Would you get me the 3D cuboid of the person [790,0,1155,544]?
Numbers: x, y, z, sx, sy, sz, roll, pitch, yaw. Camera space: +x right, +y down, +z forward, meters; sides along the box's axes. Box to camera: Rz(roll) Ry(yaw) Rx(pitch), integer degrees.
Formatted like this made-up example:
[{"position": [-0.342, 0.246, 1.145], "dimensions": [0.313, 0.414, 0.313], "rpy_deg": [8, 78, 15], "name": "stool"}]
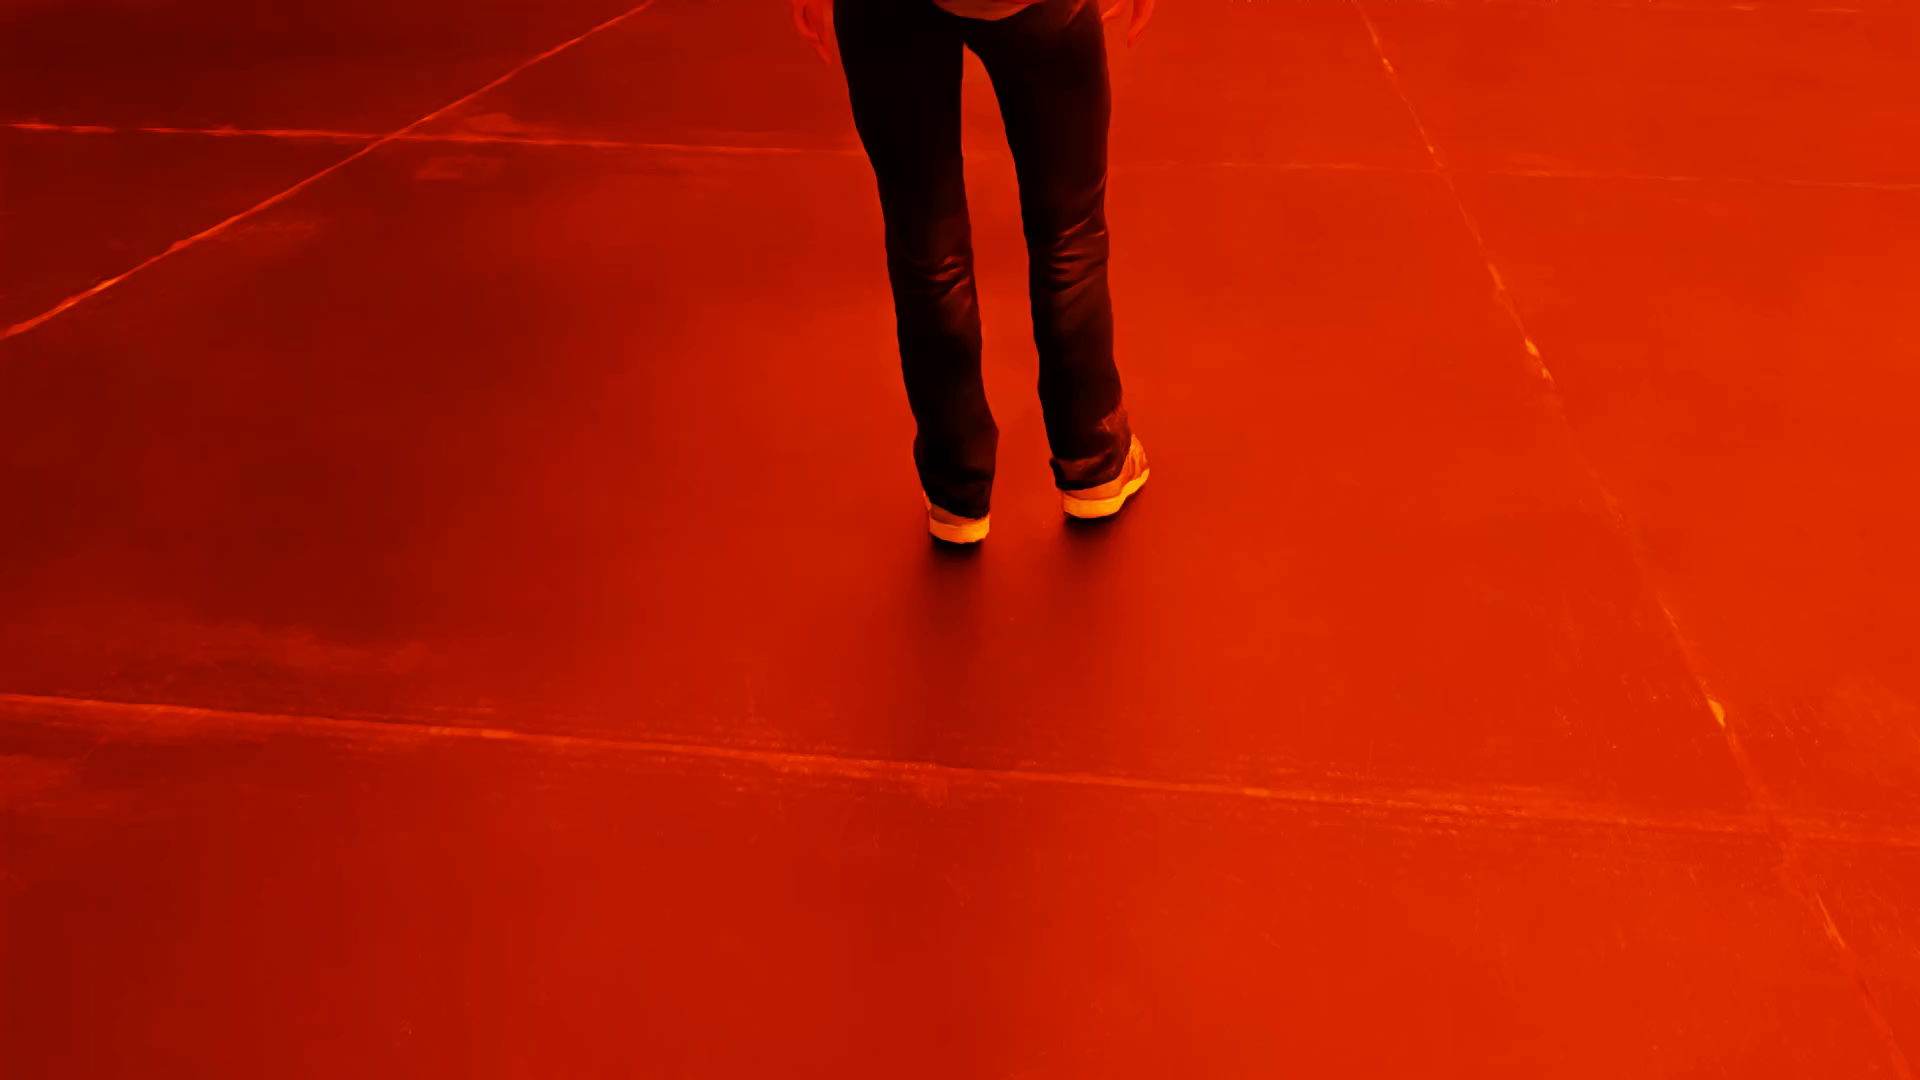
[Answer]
[{"position": [0.024, -0.753, 2.205], "dimensions": [0.520, 1.597, 0.474], "rpy_deg": [3, 27, 7], "name": "person"}]
